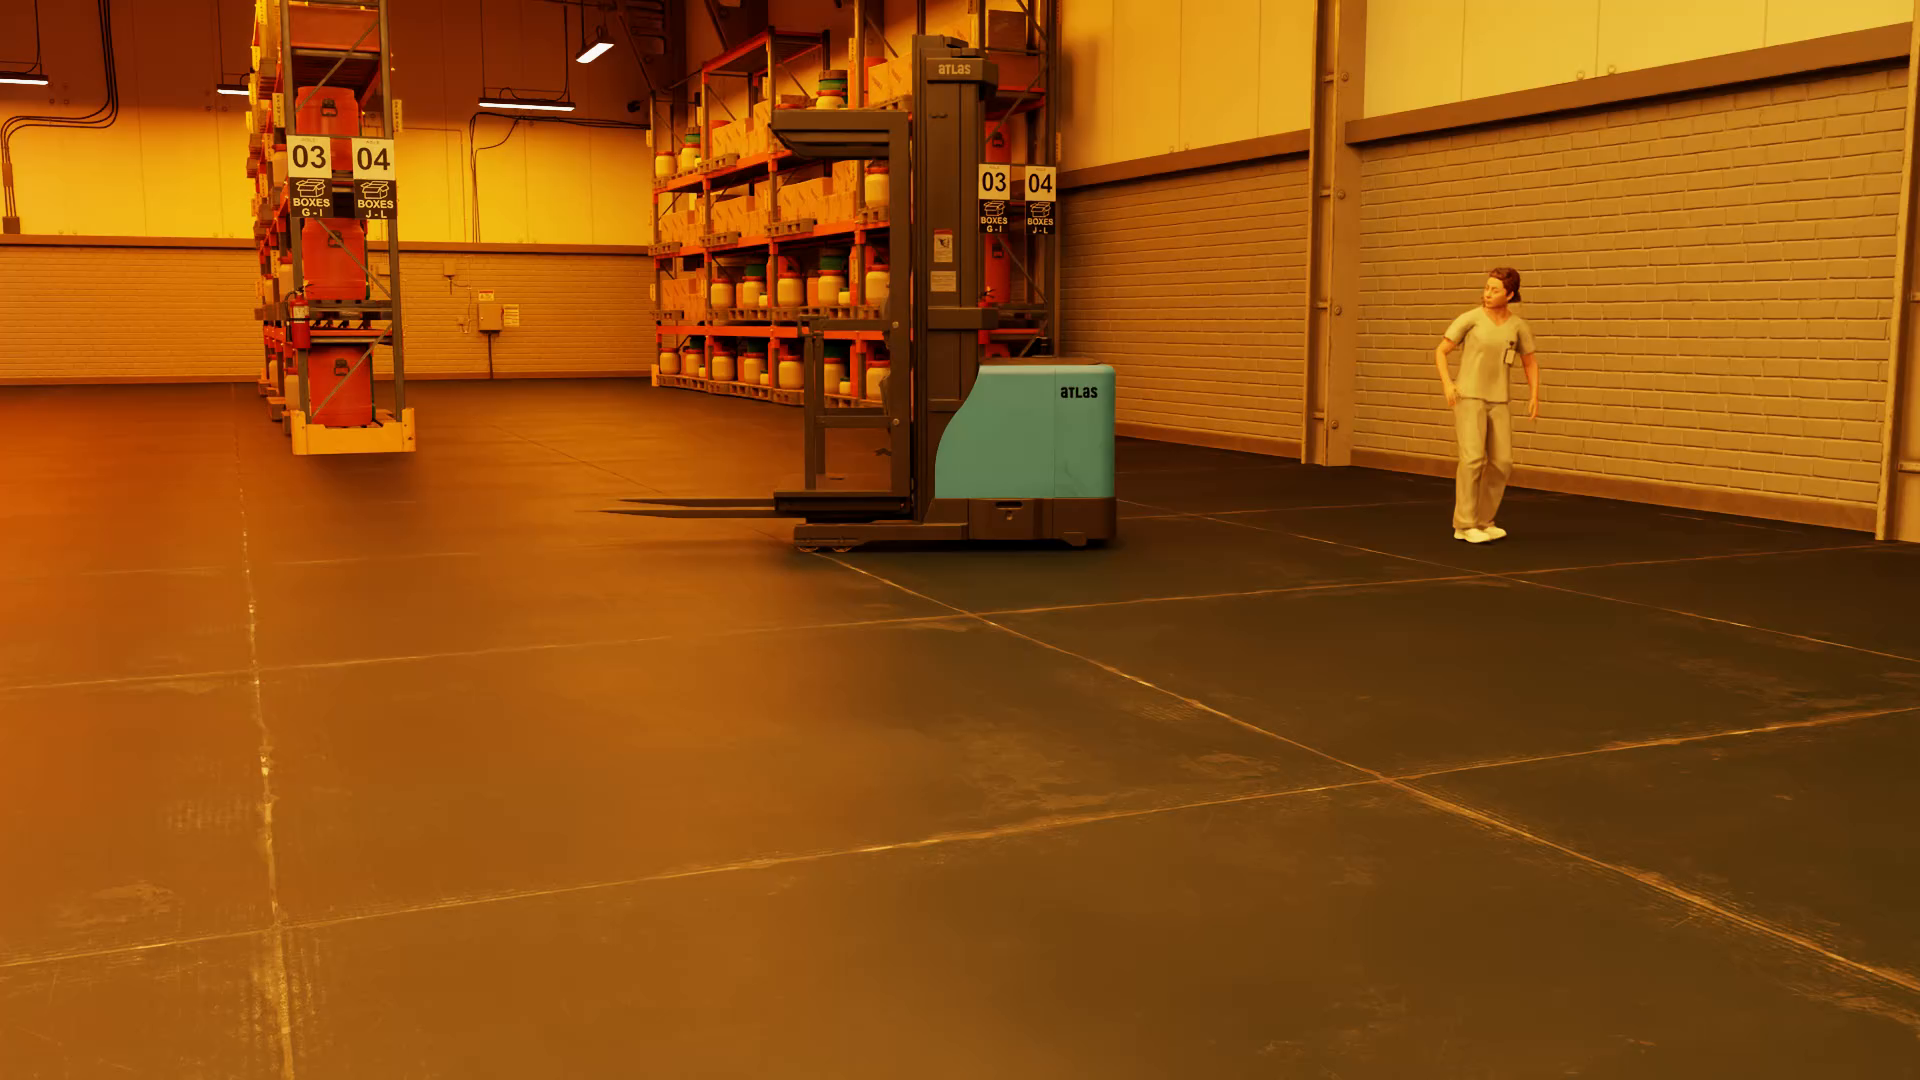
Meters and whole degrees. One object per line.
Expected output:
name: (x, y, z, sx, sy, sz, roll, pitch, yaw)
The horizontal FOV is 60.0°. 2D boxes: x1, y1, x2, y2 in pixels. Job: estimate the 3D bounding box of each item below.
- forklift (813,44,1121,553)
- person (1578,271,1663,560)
forklift: (0.224, -1.533, 10.567, 1.130, 2.935, 3.031, 3, 8, 24)
person: (3.796, -0.695, 9.480, 0.476, 1.644, 0.800, 3, 8, 21)
